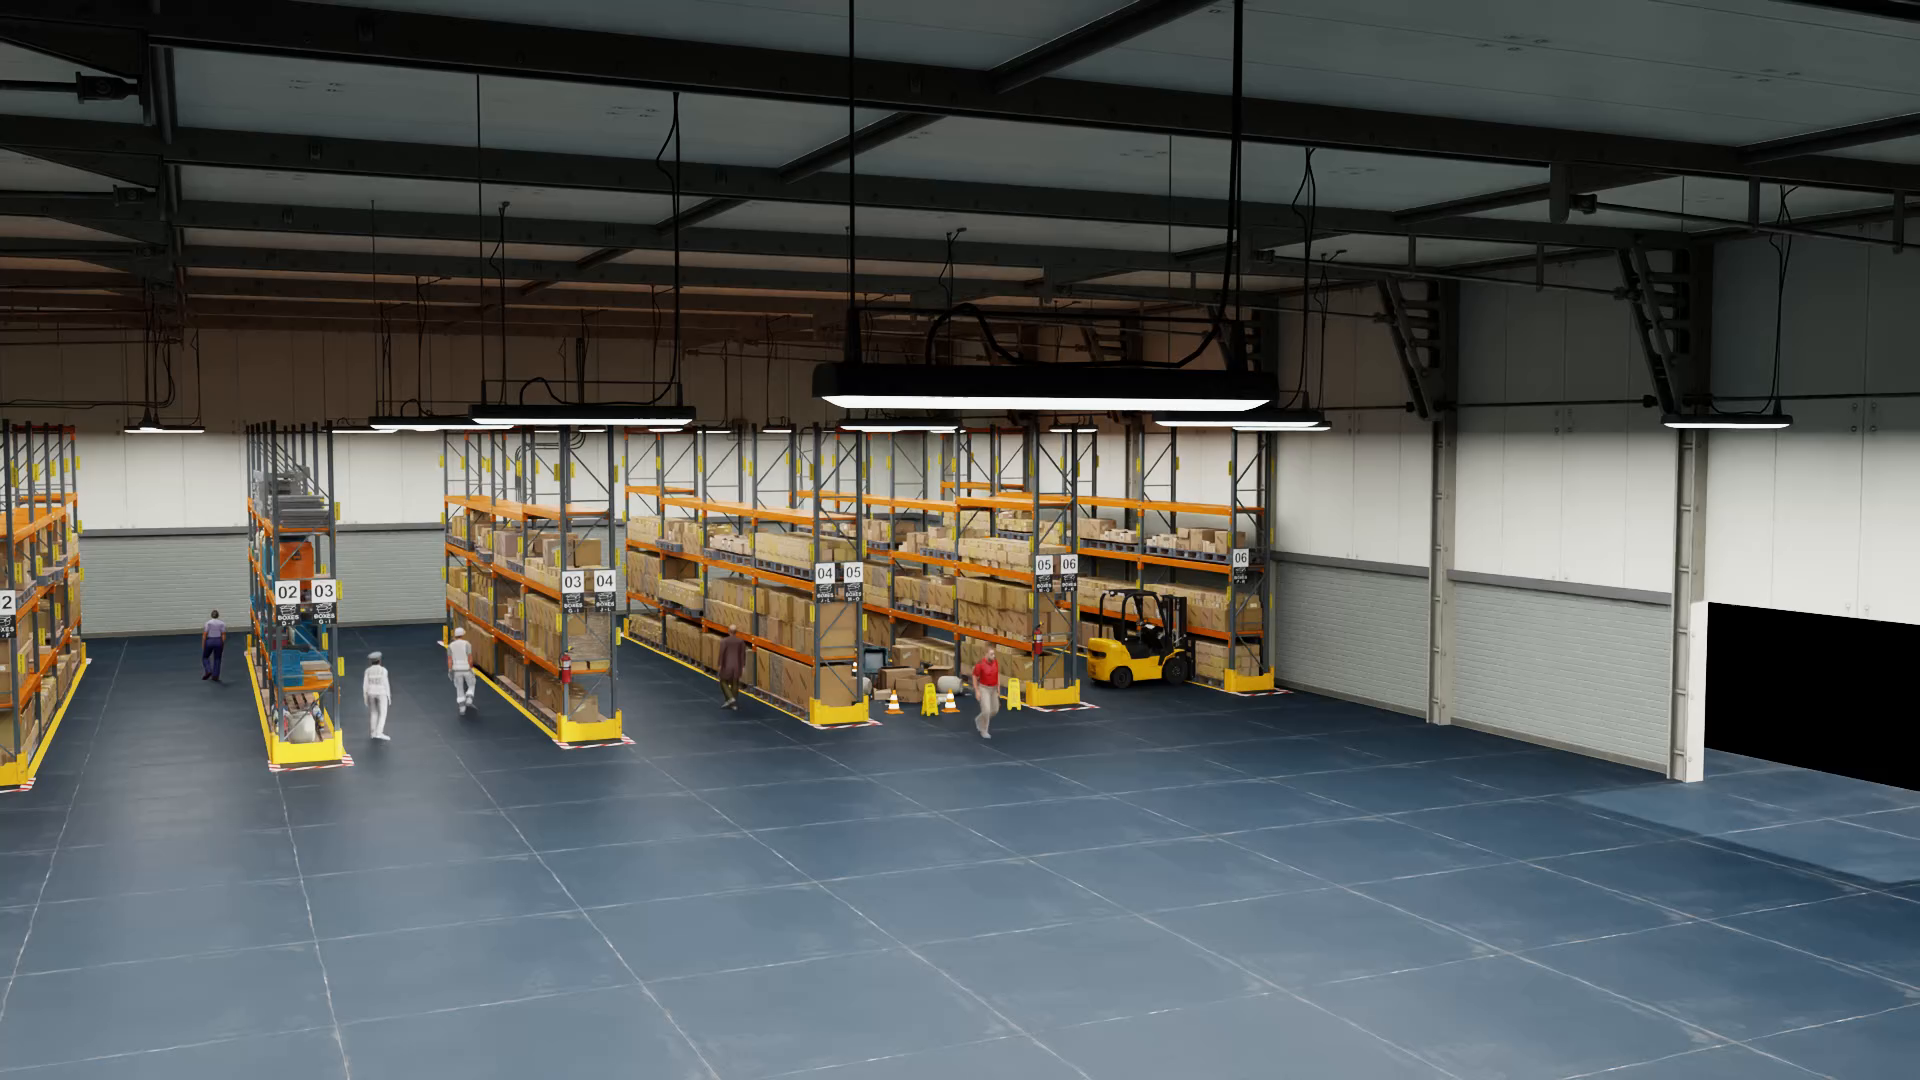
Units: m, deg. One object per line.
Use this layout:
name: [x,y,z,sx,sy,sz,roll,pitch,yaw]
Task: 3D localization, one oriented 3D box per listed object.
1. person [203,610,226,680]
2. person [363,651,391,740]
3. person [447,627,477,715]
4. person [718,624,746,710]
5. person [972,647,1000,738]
person: [-17.469,2.462,38.932,0.539,1.648,0.436,-2,4,-30]
person: [-10.929,2.935,31.208,0.560,1.657,0.911,0,4,-4]
person: [-10.229,2.695,34.159,0.577,1.777,0.526,-1,4,-15]
person: [-4.759,2.653,34.731,0.613,1.776,0.533,-2,4,-24]
person: [0.463,2.892,31.780,0.634,1.713,0.632,-3,5,-42]
